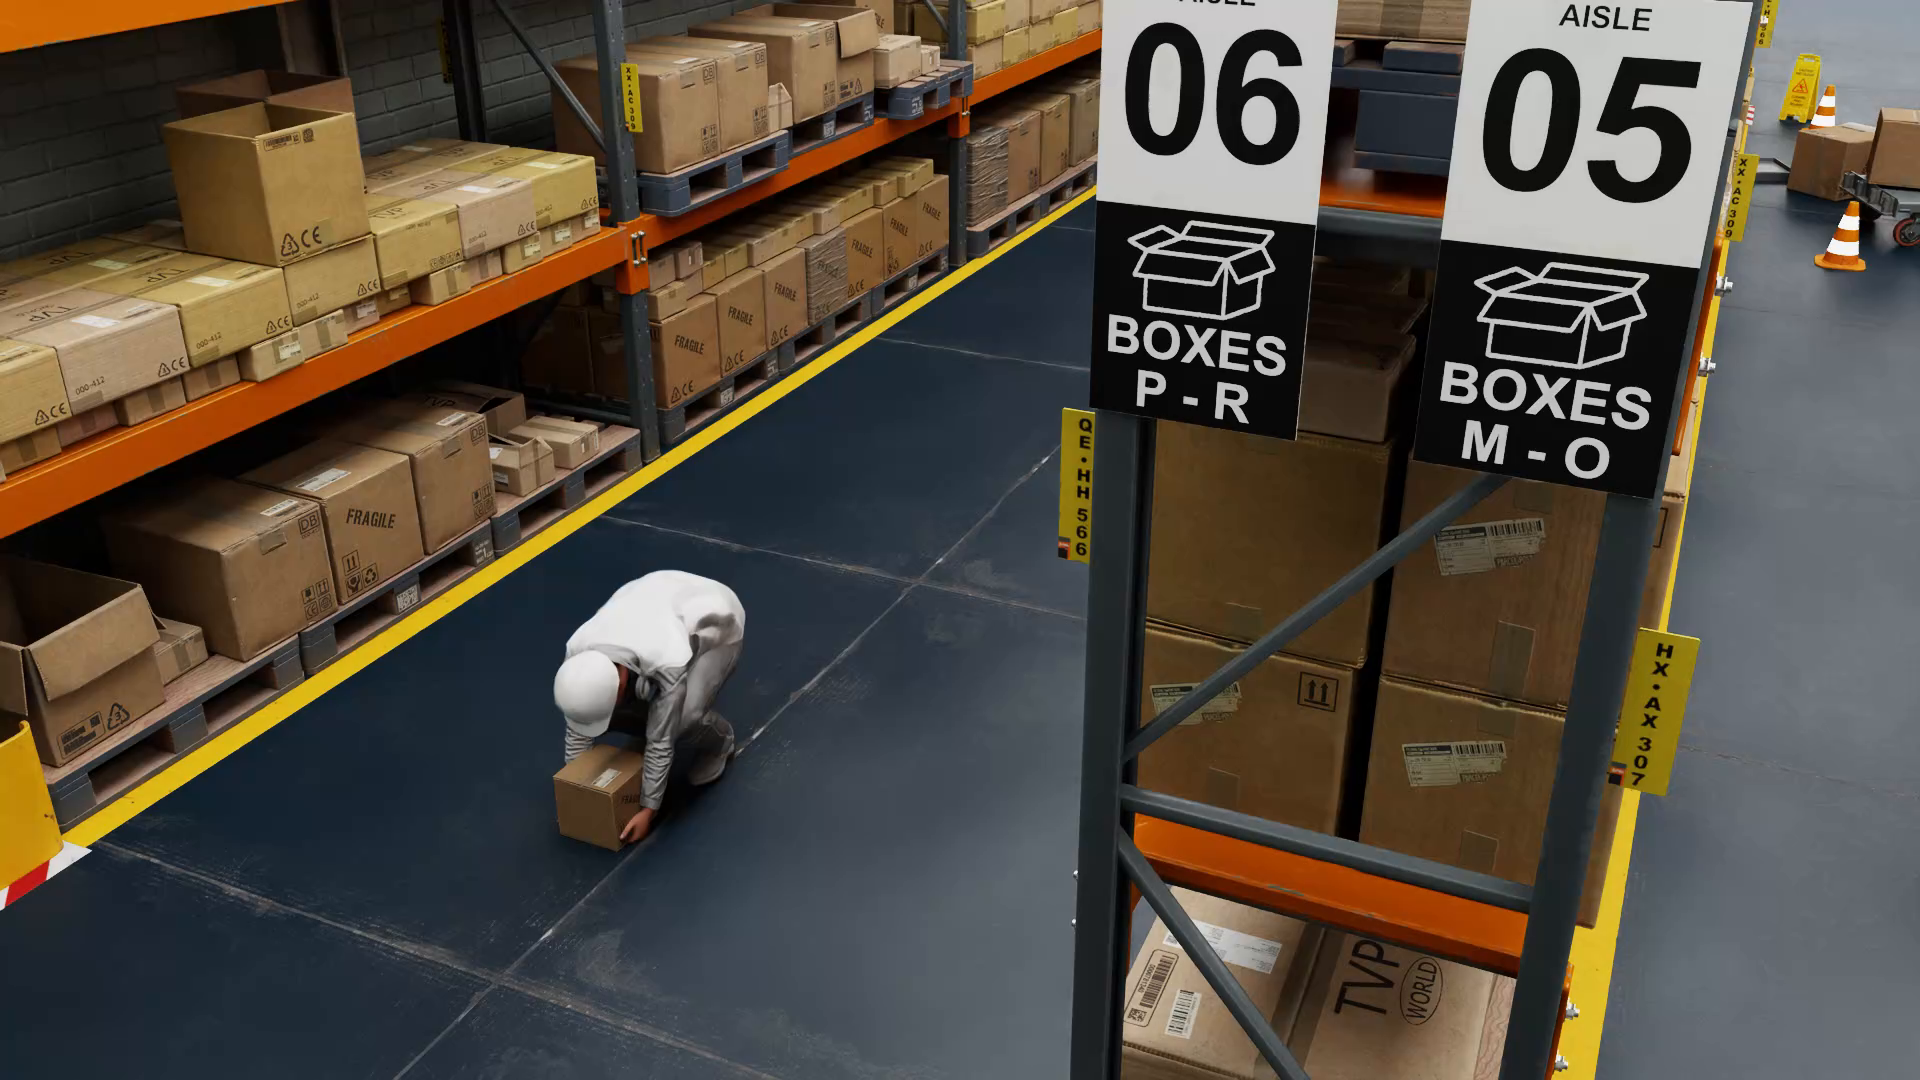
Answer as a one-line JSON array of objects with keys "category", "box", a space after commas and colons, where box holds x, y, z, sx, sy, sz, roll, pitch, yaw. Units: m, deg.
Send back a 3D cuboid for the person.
[{"category": "person", "box": [-1.141, 0.575, 6.060, 0.504, 0.795, 0.994, 11, 28, 21]}]
